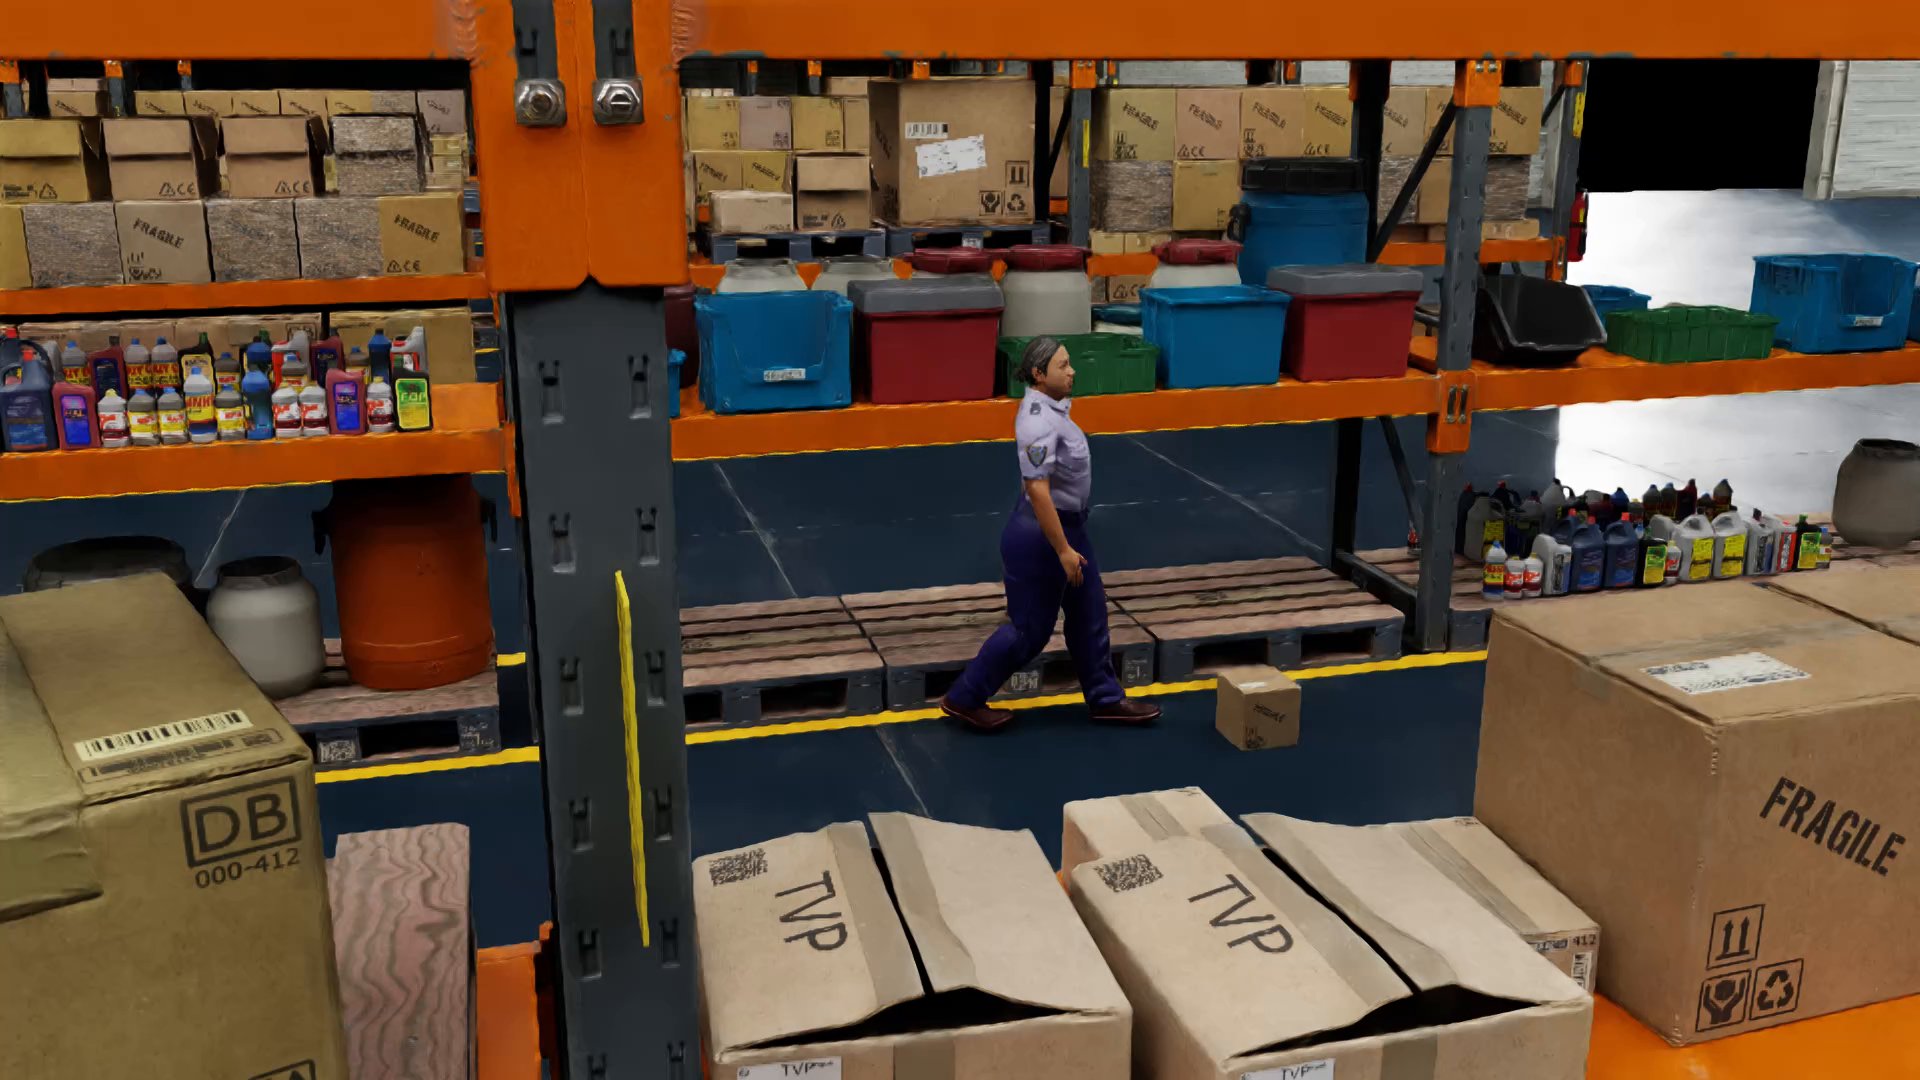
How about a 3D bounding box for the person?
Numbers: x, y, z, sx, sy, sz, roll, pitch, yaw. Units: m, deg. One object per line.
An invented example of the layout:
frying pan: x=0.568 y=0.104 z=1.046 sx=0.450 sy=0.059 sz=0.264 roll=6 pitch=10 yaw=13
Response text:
person: x=0.374 y=-0.010 z=6.611 sx=0.885 sy=1.608 sz=0.497 roll=3 pitch=16 yaw=10
